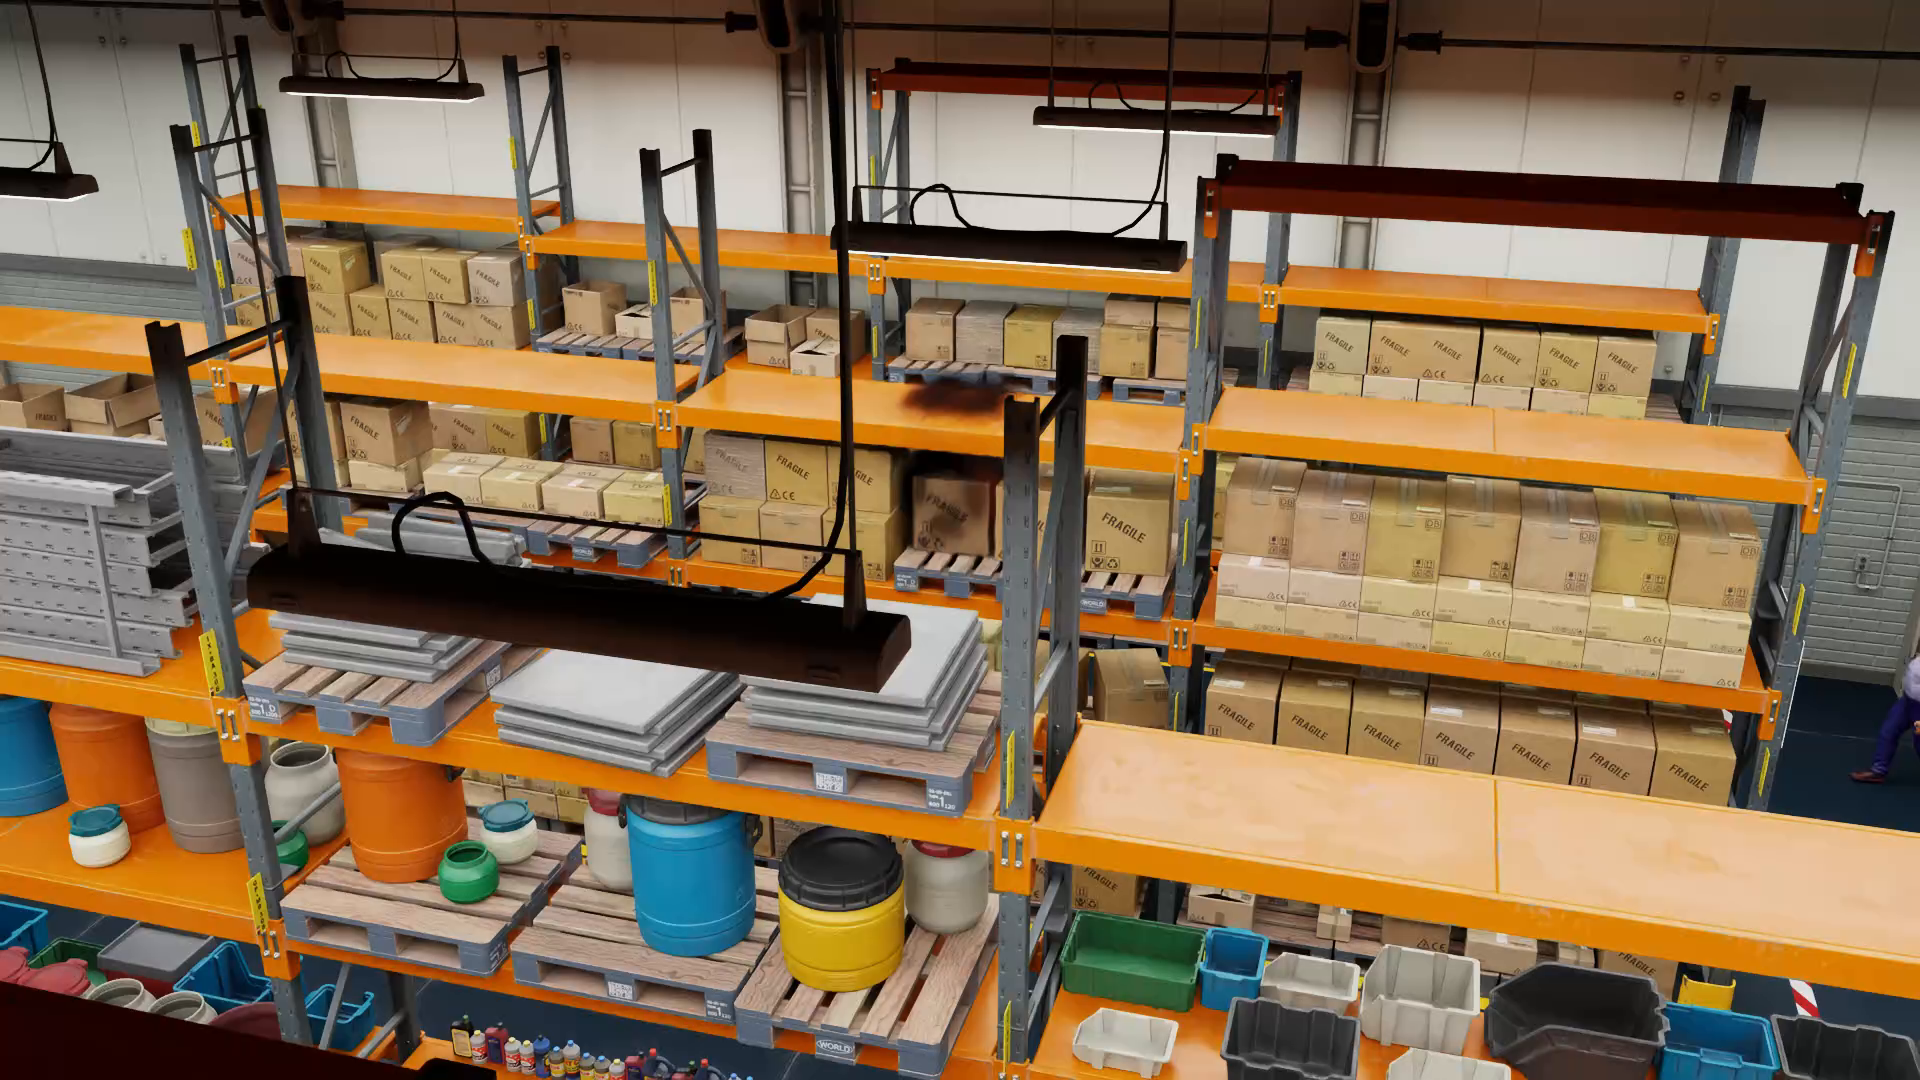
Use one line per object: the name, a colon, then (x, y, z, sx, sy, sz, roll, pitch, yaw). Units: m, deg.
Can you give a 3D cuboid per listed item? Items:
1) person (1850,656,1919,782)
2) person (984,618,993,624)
person: (8.690, 1.611, 15.031, 0.892, 1.410, 0.451, 1, 23, 2)
person: (0.306, 1.199, 15.554, 0.394, 1.583, 0.520, -18, 28, -36)
